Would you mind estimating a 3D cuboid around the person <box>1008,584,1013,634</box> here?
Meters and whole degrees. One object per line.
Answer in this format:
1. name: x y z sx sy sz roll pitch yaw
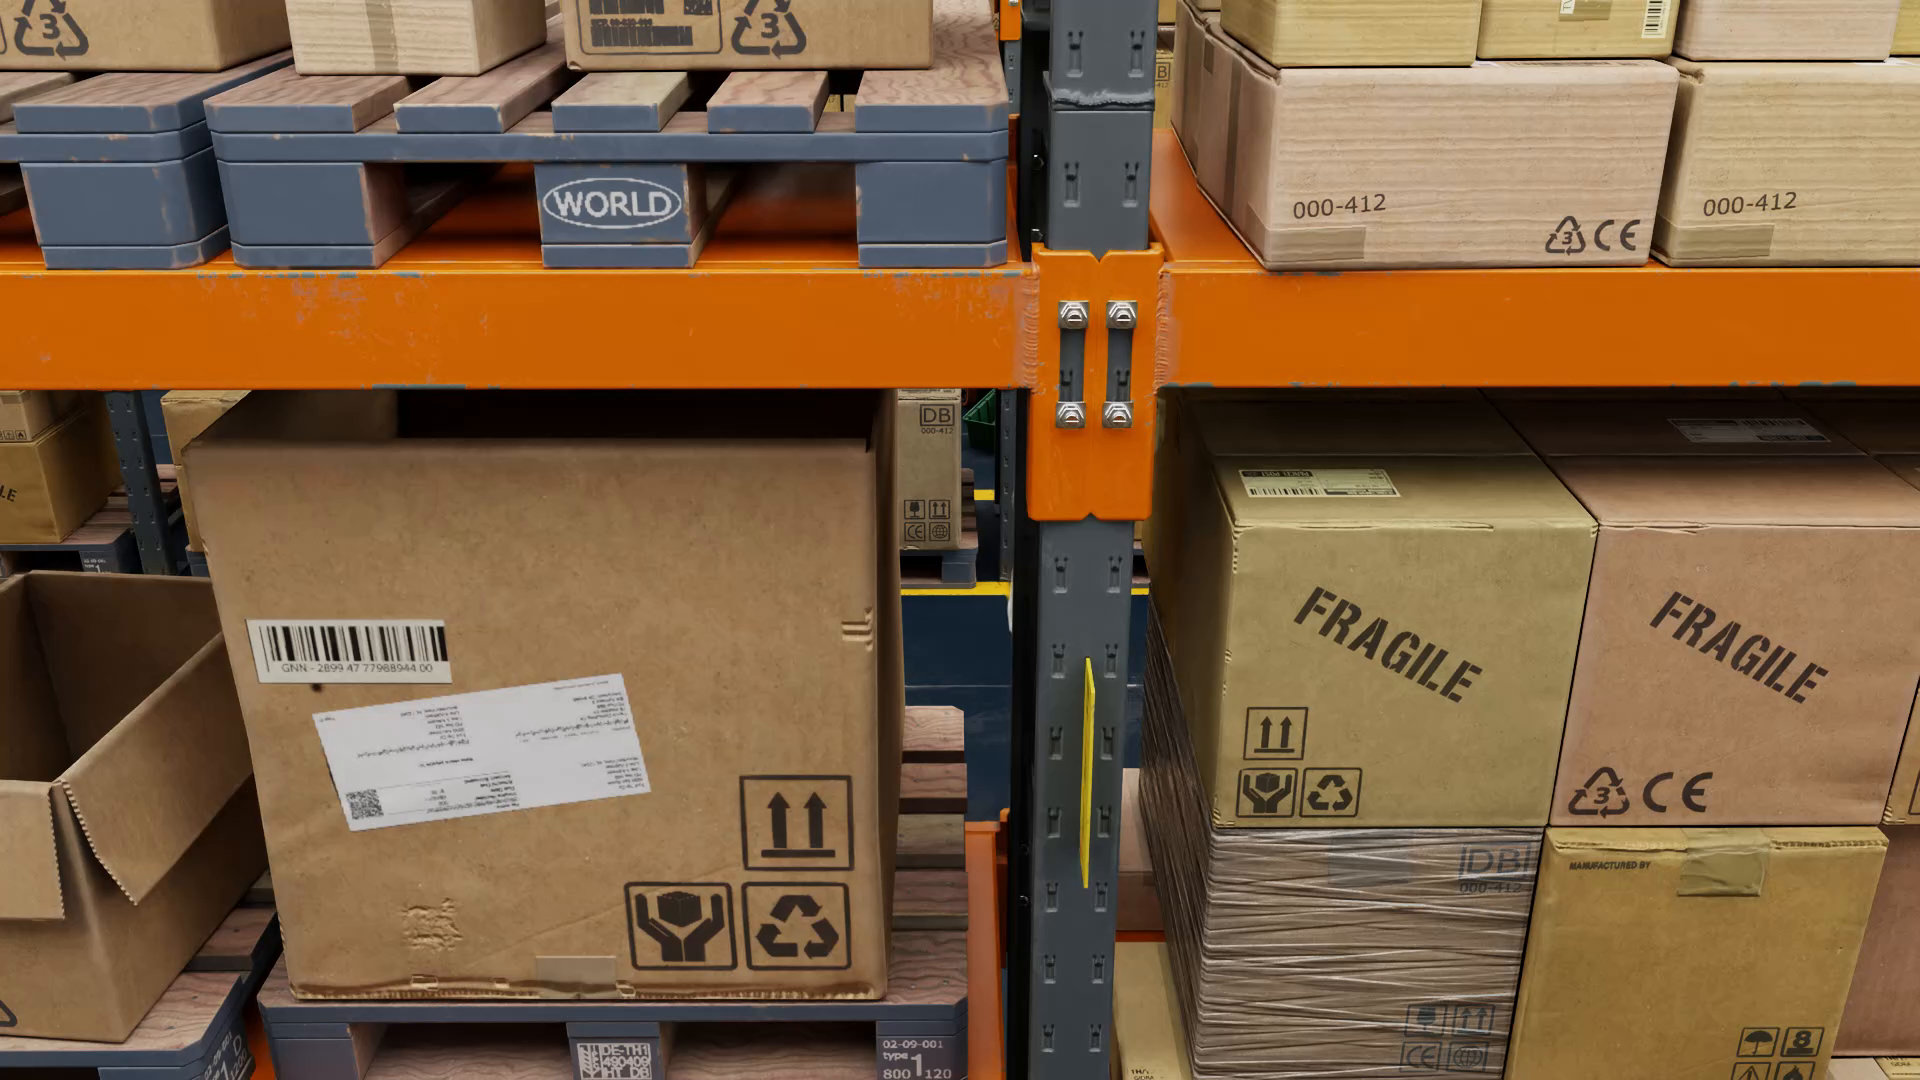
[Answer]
1. person: 0.354 0.277 5.467 0.393 1.749 0.527 0 24 1
